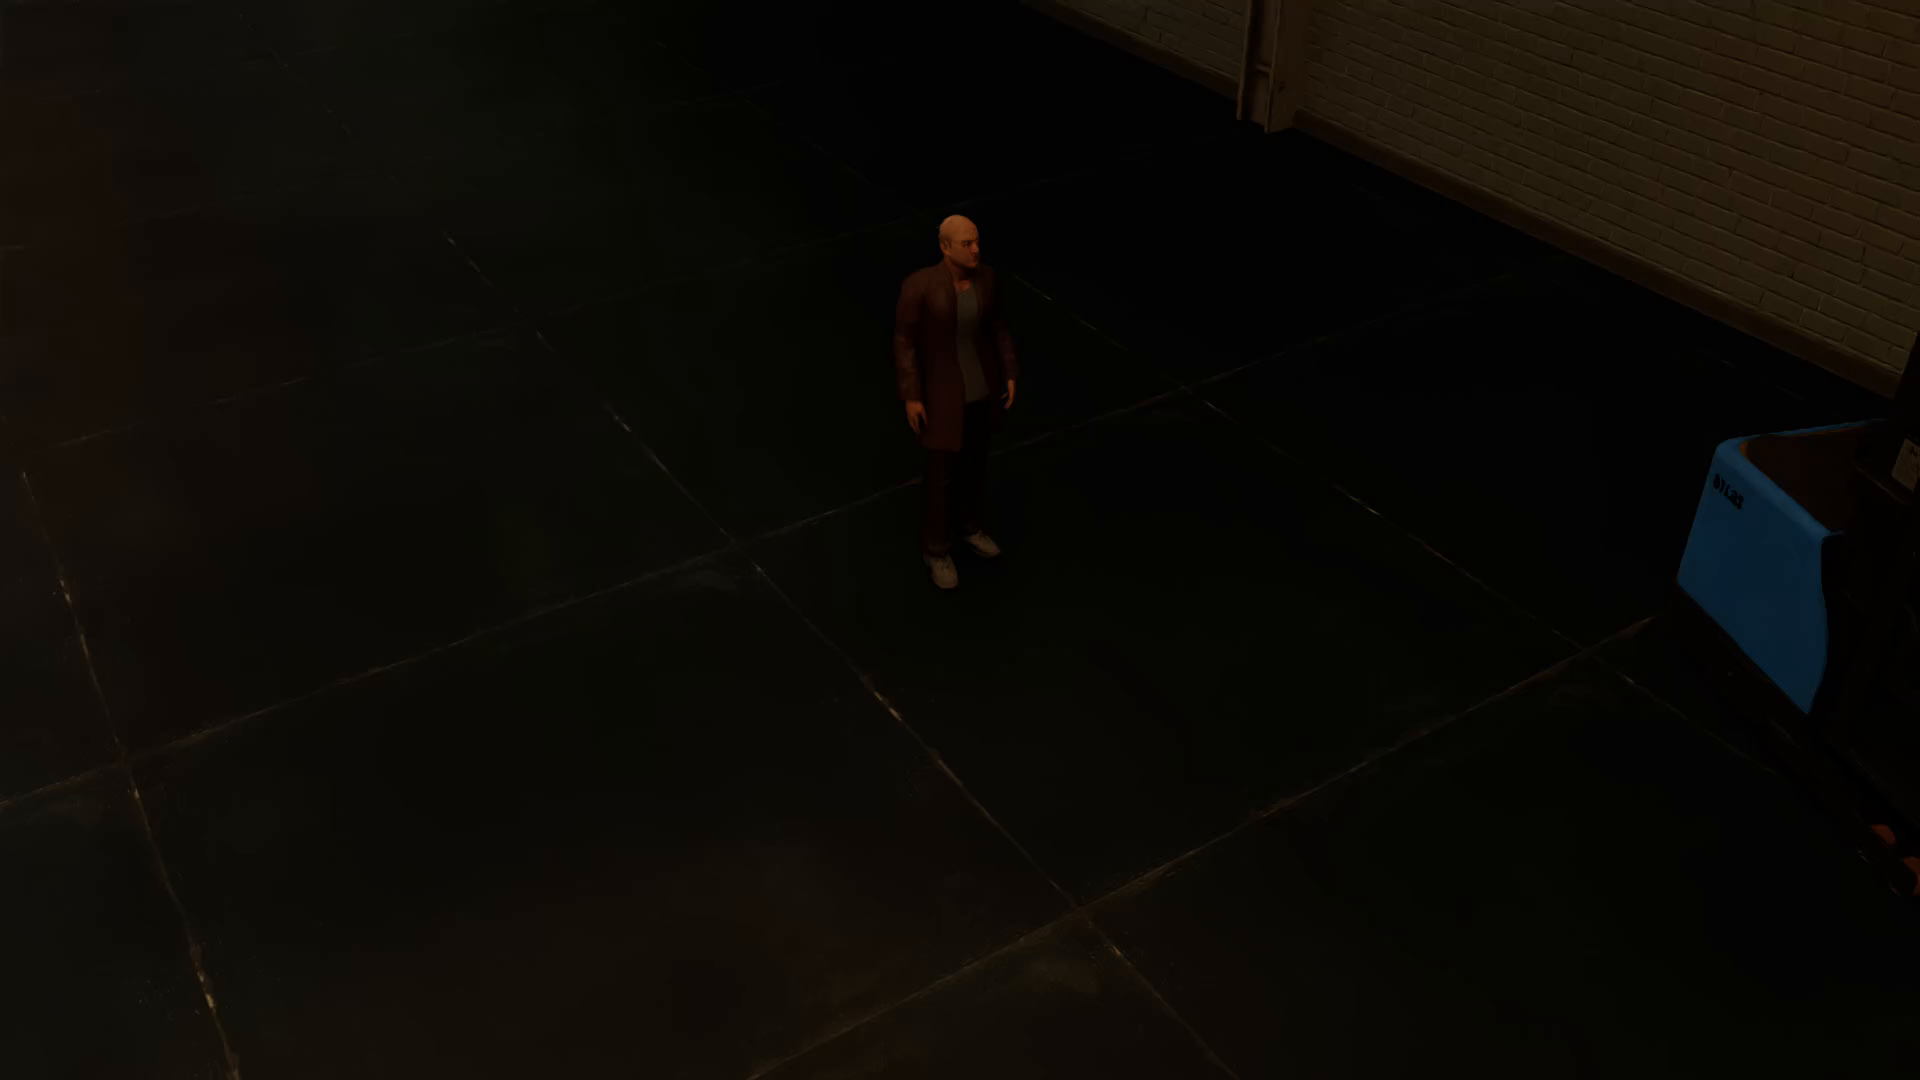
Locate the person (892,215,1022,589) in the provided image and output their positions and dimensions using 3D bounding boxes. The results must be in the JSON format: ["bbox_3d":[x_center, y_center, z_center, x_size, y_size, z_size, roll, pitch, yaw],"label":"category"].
[{"bbox_3d":[0.046,-0.688,8.117,0.694,1.776,0.580,-21,40,-27],"label":"person"}]

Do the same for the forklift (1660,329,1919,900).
[{"bbox_3d":[4.211,-0.011,6.164,1.130,2.935,3.031,-8,36,-11],"label":"forklift"}]
